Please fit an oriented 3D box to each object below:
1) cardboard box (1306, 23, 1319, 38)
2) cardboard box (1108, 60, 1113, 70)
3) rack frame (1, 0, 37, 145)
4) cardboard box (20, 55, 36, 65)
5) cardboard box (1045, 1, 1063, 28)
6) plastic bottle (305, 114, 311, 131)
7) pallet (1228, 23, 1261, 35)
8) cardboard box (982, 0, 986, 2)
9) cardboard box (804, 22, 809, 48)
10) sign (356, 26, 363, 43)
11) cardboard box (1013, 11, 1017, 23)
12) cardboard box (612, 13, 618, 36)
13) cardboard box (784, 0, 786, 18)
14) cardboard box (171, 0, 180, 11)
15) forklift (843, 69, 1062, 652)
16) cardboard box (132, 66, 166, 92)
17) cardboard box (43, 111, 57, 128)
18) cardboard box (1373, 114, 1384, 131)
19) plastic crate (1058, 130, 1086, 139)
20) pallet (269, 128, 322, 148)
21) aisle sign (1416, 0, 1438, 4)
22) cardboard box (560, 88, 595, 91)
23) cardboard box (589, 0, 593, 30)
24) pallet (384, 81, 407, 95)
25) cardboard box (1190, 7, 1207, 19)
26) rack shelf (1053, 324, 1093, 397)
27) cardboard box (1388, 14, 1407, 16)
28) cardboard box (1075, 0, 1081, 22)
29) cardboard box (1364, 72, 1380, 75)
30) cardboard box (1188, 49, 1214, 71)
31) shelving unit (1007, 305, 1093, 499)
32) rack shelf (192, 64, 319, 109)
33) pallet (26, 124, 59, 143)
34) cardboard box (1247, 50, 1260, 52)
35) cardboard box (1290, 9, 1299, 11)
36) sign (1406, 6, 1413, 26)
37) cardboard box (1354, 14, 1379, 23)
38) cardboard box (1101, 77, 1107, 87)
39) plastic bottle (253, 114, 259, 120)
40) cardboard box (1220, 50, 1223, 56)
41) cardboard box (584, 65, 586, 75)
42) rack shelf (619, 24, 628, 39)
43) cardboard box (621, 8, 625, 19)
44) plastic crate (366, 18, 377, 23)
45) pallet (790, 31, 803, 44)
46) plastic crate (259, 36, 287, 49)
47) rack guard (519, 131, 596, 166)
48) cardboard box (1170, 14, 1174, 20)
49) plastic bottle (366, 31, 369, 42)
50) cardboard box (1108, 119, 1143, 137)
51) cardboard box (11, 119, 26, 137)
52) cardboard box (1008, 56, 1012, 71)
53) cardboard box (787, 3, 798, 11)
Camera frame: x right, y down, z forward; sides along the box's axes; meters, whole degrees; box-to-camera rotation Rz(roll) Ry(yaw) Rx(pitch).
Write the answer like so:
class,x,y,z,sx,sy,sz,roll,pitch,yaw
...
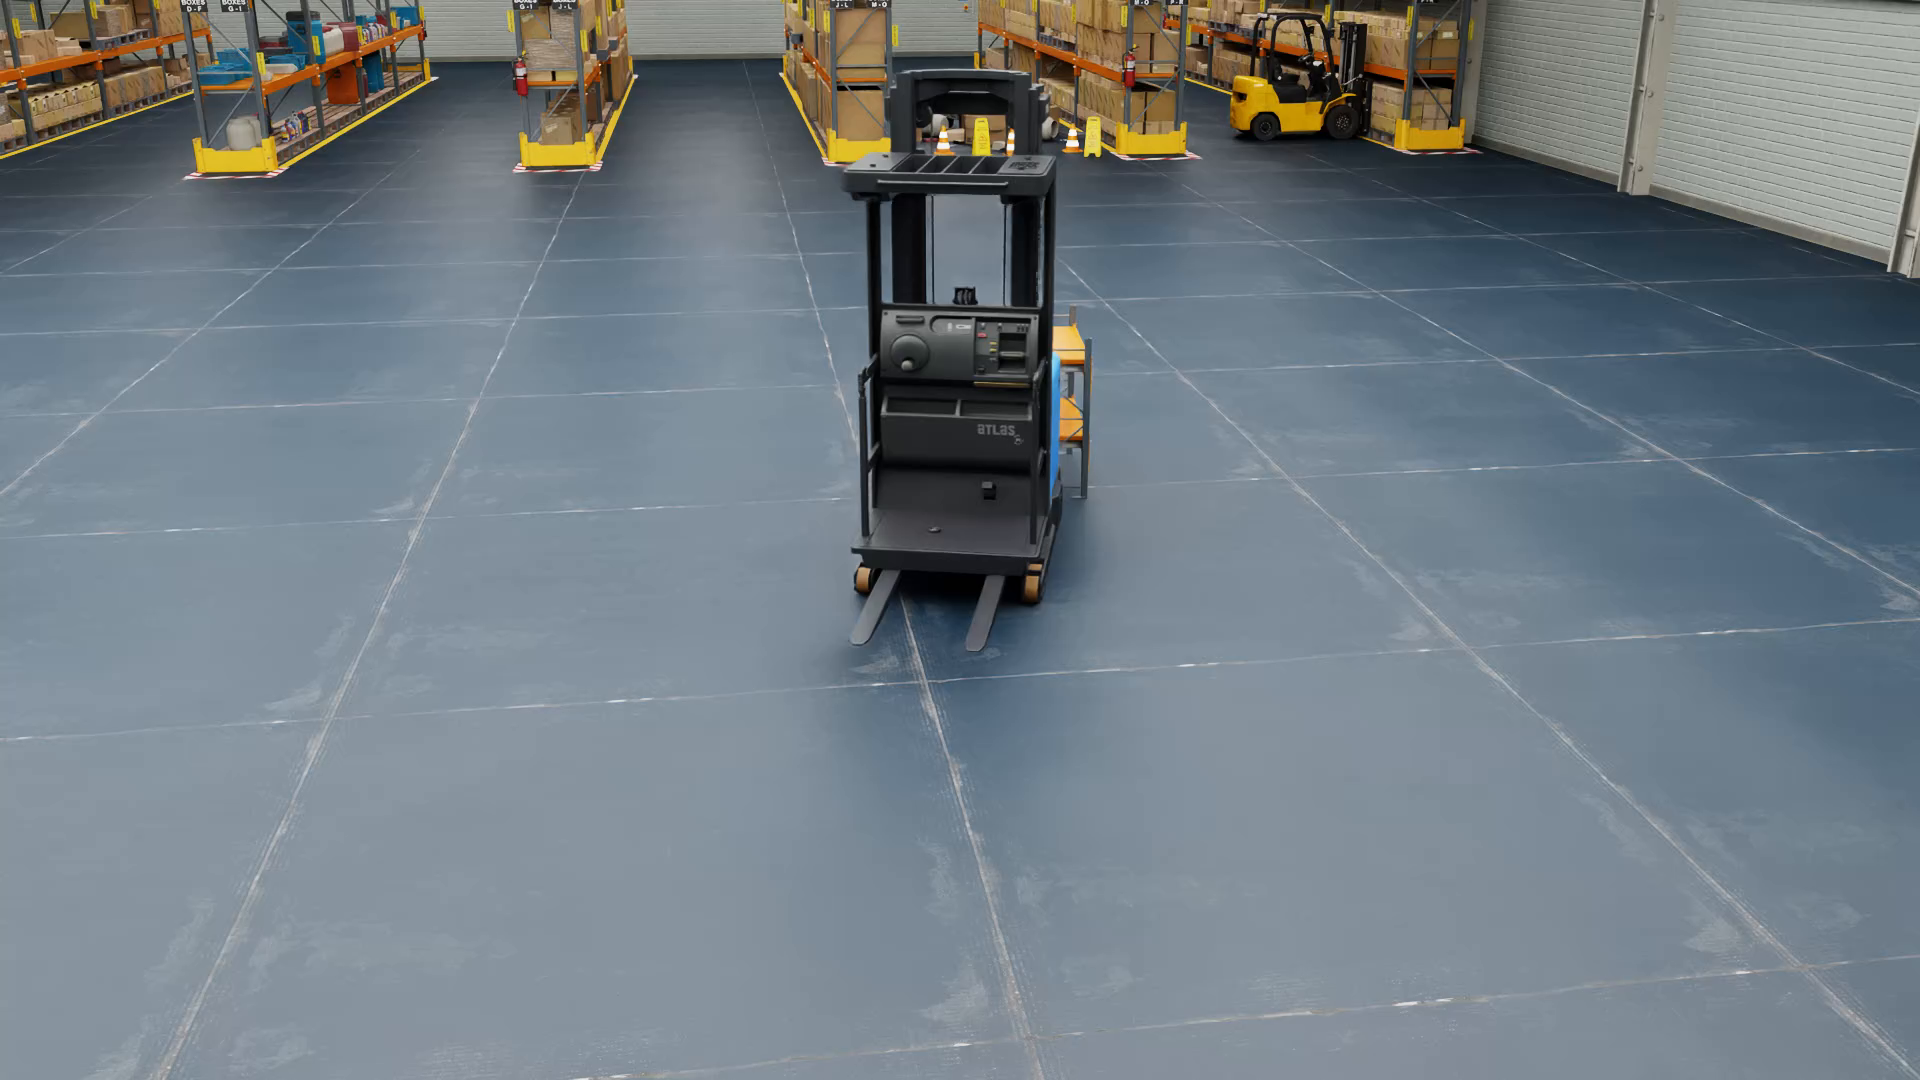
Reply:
class,x,y,z,sx,sy,sz,roll,pitch,yaw
cardboard box,7.206,-10.152,33.109,0.500,0.250,0.500,-3,21,-9
cardboard box,2.782,-8.277,28.948,0.380,0.149,0.250,-3,21,-7
rack frame,-16.910,-8.403,28.927,1.000,3.000,0.127,-3,21,-8
cardboard box,-16.836,-8.602,29.820,0.380,0.149,0.250,-3,21,-8
cardboard box,2.041,-10.821,34.234,0.500,0.500,0.500,-2,21,-5
plastic bottle,-11.612,-7.435,29.589,0.061,0.283,0.133,-2,21,-5
pallet,6.749,-11.621,37.817,1.003,0.211,1.213,-3,21,-8
cardboard box,0.839,-13.712,41.570,0.500,0.500,0.500,-3,21,-9
cardboard box,-2.887,-10.203,33.604,0.500,0.500,0.500,-3,21,-8
sign,-12.041,-10.143,33.353,0.100,0.325,0.005,-3,21,-8
cardboard box,1.480,-11.813,37.558,0.500,0.250,0.500,-3,21,-7
cardboard box,-7.858,-11.398,36.804,0.500,0.500,0.500,-2,21,-6
cardboard box,-4.123,-13.288,41.439,0.500,0.500,0.500,-2,21,-5
cardboard box,-18.001,-12.222,37.580,0.500,0.500,0.500,-4,21,-9
forklift,-0.030,-1.133,9.562,1.130,2.935,3.031,3,21,7
cardboard box,-17.709,-10.051,36.285,0.500,0.500,0.500,-3,21,-8
cardboard box,-16.796,-7.641,30.216,0.500,0.250,0.500,-2,21,-6
cardboard box,7.745,-7.496,29.828,0.500,0.250,0.500,-3,21,-8
plastic crate,2.114,-7.448,30.544,0.402,0.080,0.583,-11,23,-26
pallet,-11.953,-7.110,29.452,1.003,0.211,1.213,-3,21,-8
aisle sign,7.906,-9.448,28.010,0.394,0.787,0.004,-3,21,-8
cardboard box,-7.224,-8.316,31.639,0.700,0.500,0.500,-3,21,-8
cardboard box,-6.625,-9.068,28.710,0.500,0.500,0.500,-3,21,-8
pallet,-13.306,-10.368,38.173,1.003,0.211,1.213,-3,21,-8
cardboard box,5.997,-13.002,41.029,0.500,0.250,0.500,-3,21,-8
rack shelf,0.610,-1.269,11.670,0.538,0.278,1.000,-1,20,-2
cardboard box,8.109,-9.602,30.644,0.380,0.149,0.250,-3,21,-8
cardboard box,2.548,-9.892,30.918,0.700,0.500,0.500,-3,21,-8
cardboard box,7.873,-8.869,32.076,0.500,0.250,0.500,-3,21,-7
cardboard box,6.110,-11.959,41.422,0.700,0.500,0.500,-4,21,-10
shelving unit,0.610,-0.995,11.772,0.538,1.125,1.048,-1,20,-2
rack shelf,-11.720,-7.622,27.864,1.077,0.370,4.000,-3,21,-8
pallet,-17.055,-7.350,30.093,1.003,0.211,1.213,-3,21,-8
cardboard box,6.946,-11.377,38.937,0.380,0.149,0.250,-4,21,-10
cardboard box,7.281,-11.286,35.576,0.380,0.149,0.250,-2,21,-6
sign,7.649,-8.899,28.261,0.100,0.325,0.005,-3,21,-8
cardboard box,7.536,-9.661,30.800,0.380,0.149,0.250,-3,21,-9
cardboard box,2.714,-8.146,29.571,0.380,0.149,0.250,-2,21,-5
plastic bottle,-12.275,-7.251,29.000,0.144,0.351,0.185,-4,21,-10
cardboard box,6.363,-11.523,39.325,0.380,0.149,0.250,-3,21,-9
cardboard box,-6.459,-7.857,27.823,0.380,0.149,0.250,-3,21,-8
rack shelf,-8.548,-12.027,39.657,1.077,0.370,4.000,-3,21,-8
cardboard box,-8.432,-12.795,40.476,0.500,0.250,0.500,-3,21,-9
plastic crate,-13.795,-12.094,38.963,0.416,0.233,0.300,-3,21,-8
pallet,-2.969,-10.653,35.225,1.213,0.211,1.003,-3,21,-8
plastic crate,-12.381,-8.834,29.989,0.402,0.464,0.583,-3,21,-8
rack guard,-6.541,-6.372,27.061,1.175,0.500,0.348,-3,21,-8
cardboard box,5.657,-13.562,43.100,0.380,0.149,0.250,-3,21,-8
plastic bottle,-12.483,-10.584,34.950,0.097,0.271,0.097,0,20,0
cardboard box,2.890,-7.199,29.034,0.500,0.250,0.500,-3,21,-8
cardboard box,-16.627,-7.162,28.934,0.500,0.250,0.500,-3,21,-8
cardboard box,1.562,-11.390,39.987,0.875,0.438,0.875,-3,21,-9
cardboard box,-3.736,-12.084,37.693,0.380,0.149,0.250,-2,21,-5
